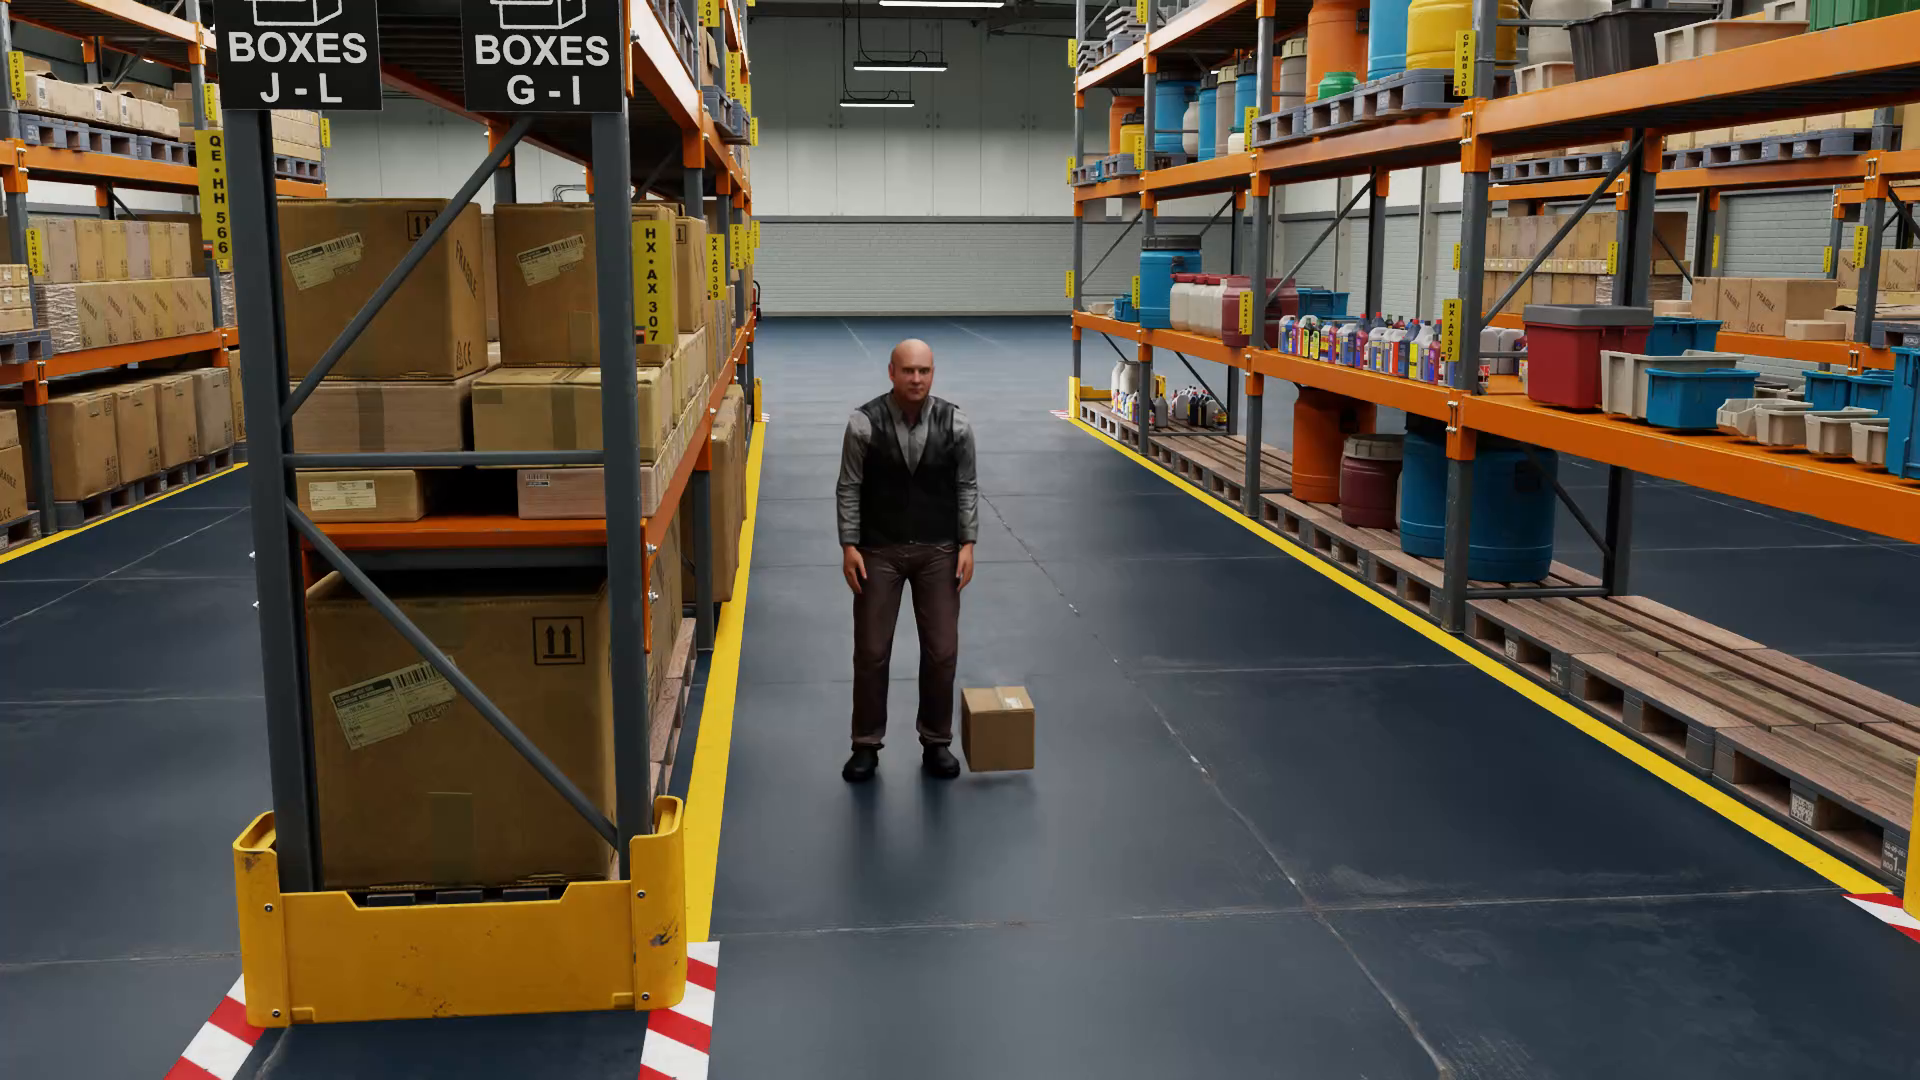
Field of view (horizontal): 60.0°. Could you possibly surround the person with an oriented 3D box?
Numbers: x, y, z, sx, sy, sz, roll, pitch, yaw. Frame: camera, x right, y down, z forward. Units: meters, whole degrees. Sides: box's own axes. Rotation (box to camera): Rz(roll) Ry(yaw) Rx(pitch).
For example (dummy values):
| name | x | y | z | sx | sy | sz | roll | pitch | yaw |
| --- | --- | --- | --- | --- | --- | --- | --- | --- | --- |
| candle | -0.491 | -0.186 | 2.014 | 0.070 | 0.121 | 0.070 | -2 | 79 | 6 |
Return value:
| name | x | y | z | sx | sy | sz | roll | pitch | yaw |
| --- | --- | --- | --- | --- | --- | --- | --- | --- | --- |
| person | -0.206 | 0.064 | 6.600 | 0.568 | 1.722 | 0.417 | -1 | 10 | -8 |
